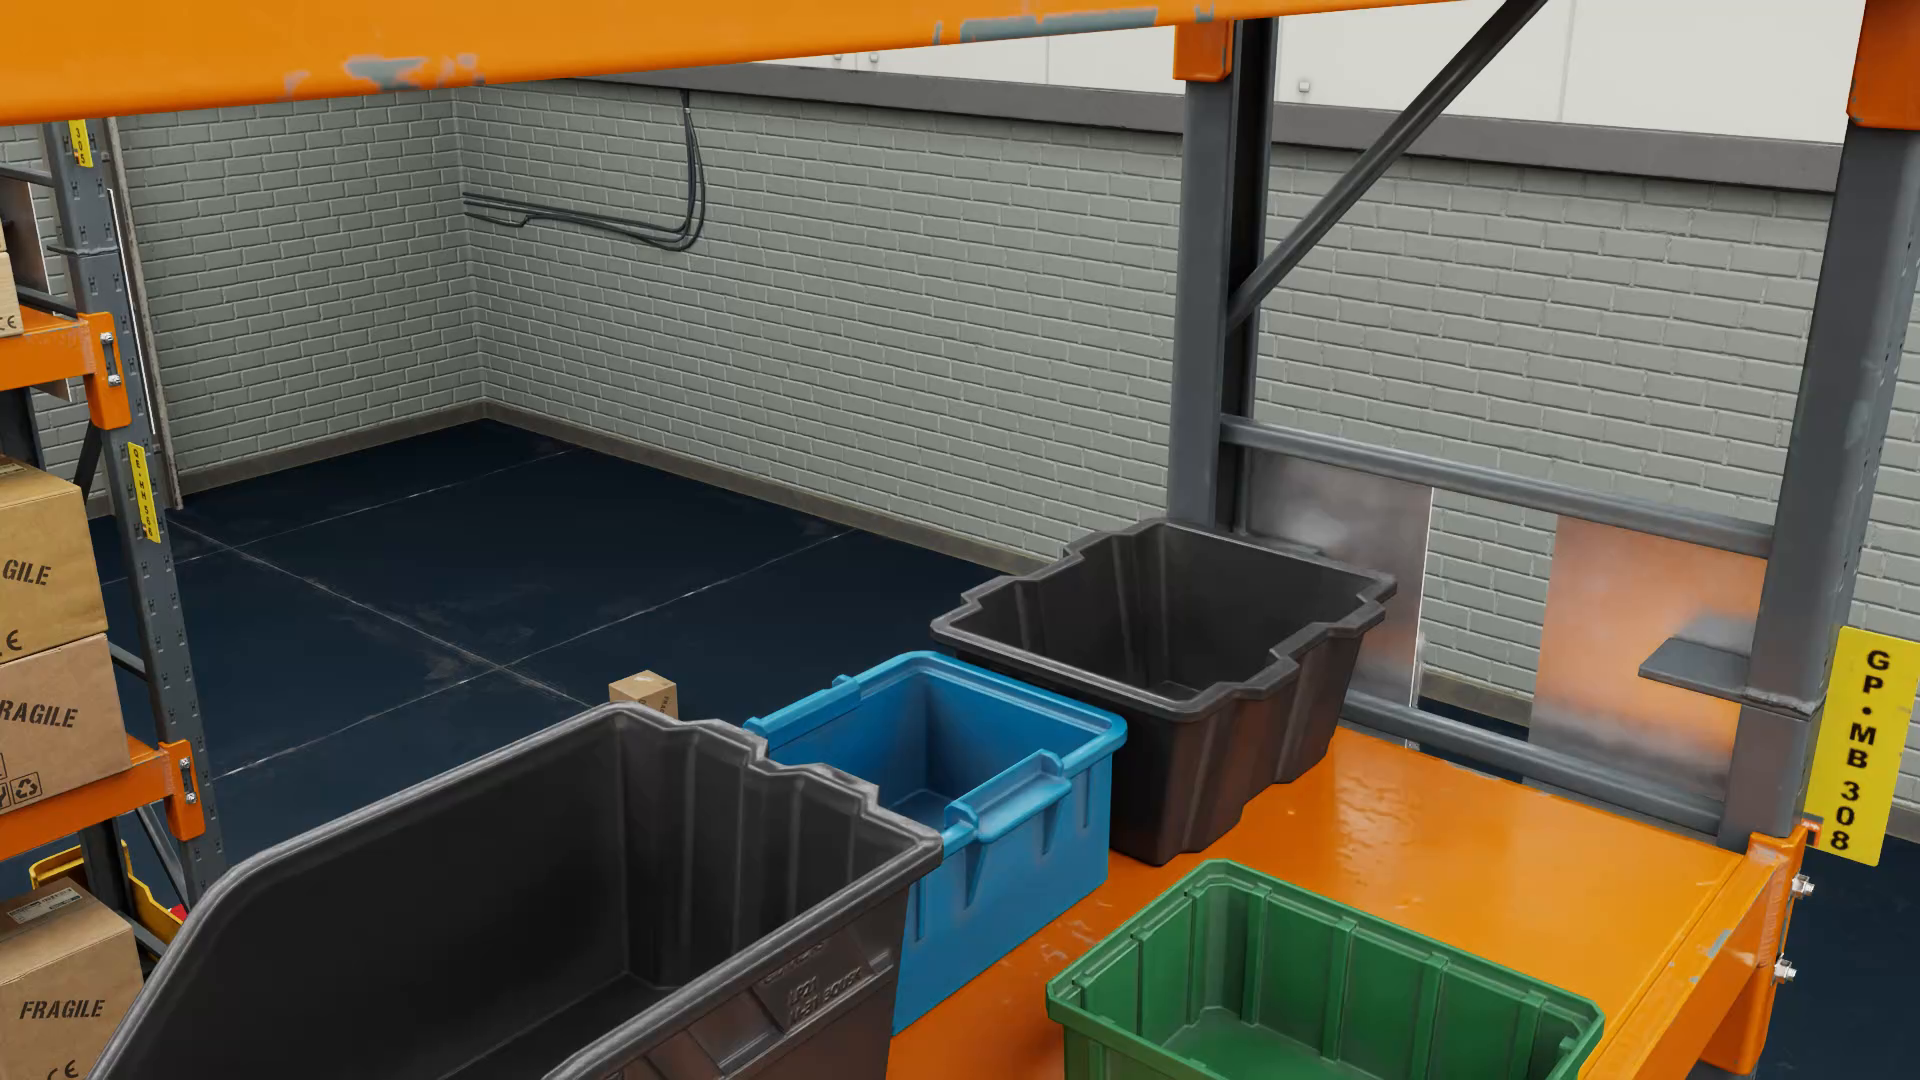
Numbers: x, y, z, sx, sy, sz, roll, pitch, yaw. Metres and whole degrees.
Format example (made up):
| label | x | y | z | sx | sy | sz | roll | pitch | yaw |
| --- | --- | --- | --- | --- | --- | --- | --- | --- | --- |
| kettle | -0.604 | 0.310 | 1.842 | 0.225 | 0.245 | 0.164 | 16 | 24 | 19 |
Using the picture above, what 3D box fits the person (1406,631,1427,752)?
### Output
| label | x | y | z | sx | sy | sz | roll | pitch | yaw |
| --- | --- | --- | --- | --- | --- | --- | --- | --- | --- |
| person | 1.732 | 0.765 | 7.030 | 0.775 | 1.564 | 0.439 | 14 | 25 | 33 |
